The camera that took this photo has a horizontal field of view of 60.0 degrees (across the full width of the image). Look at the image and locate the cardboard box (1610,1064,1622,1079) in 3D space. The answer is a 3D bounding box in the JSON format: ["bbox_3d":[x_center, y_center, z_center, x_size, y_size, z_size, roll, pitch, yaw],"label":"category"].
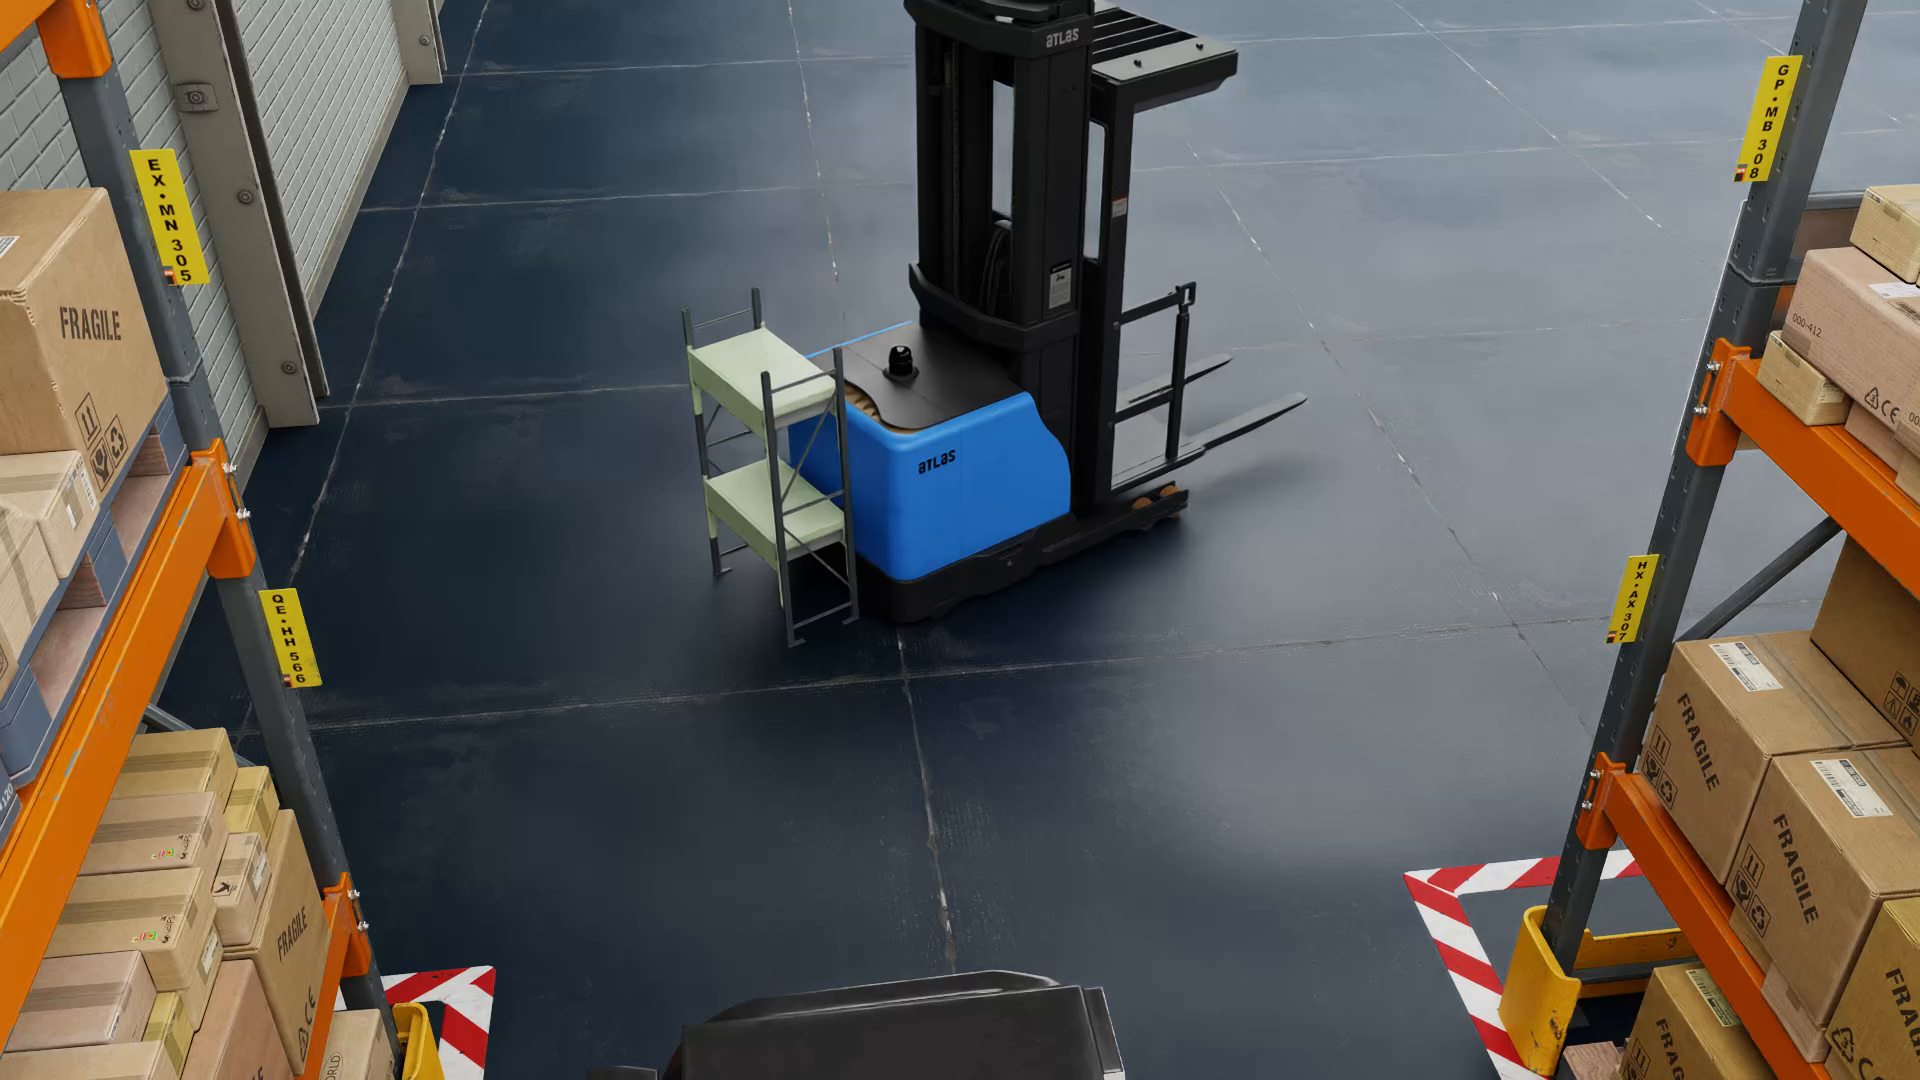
[{"bbox_3d":[2.416,1.932,5.321,0.500,0.250,0.500,-5,35,-7],"label":"cardboard box"}]

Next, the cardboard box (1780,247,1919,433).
[{"bbox_3d":[2.386,-0.502,4.028,0.500,0.250,0.500,-5,35,-7],"label":"cardboard box"}]

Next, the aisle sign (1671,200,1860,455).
[{"bbox_3d":[2.266,-0.588,4.640,0.394,0.787,0.004,-4,35,-6],"label":"aisle sign"}]

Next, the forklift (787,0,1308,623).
[{"bbox_3d":[0.602,-1.480,8.319,3.031,2.935,1.130,-23,41,-30],"label":"forklift"}]

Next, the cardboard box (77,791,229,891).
[{"bbox_3d":[-2.015,0.763,4.038,0.380,0.149,0.250,-4,35,-6],"label":"cardboard box"}]

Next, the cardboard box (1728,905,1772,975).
[{"bbox_3d":[2.426,1.101,4.694,0.380,0.149,0.250,-5,35,-8],"label":"cardboard box"}]

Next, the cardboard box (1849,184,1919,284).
[{"bbox_3d":[2.428,-0.754,4.044,0.380,0.149,0.250,-5,35,-7],"label":"cardboard box"}]

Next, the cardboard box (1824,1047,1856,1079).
[{"bbox_3d":[2.482,1.388,4.273,0.380,0.149,0.250,-3,34,-5],"label":"cardboard box"}]

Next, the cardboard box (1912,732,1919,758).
[{"bbox_3d":[2.928,0.472,4.153,0.700,0.500,0.500,-4,34,-6],"label":"cardboard box"}]

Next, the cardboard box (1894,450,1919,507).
[{"bbox_3d":[2.430,-0.138,3.849,0.380,0.149,0.250,-3,34,-5],"label":"cardboard box"}]

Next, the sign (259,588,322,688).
[{"bbox_3d":[-1.797,0.266,4.457,0.100,0.325,0.005,-4,35,-6],"label":"sign"}]

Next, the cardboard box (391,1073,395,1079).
[{"bbox_3d":[-1.961,1.880,4.953,0.500,0.250,0.500,-5,35,-7],"label":"cardboard box"}]

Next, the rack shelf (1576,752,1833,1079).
[{"bbox_3d":[2.851,1.911,3.921,1.077,0.370,4.000,-4,35,-6],"label":"rack shelf"}]

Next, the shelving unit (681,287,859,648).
[{"bbox_3d":[-0.888,-0.336,7.903,0.431,1.500,0.755,-23,40,-28],"label":"shelving unit"}]

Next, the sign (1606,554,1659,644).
[{"bbox_3d":[2.044,0.181,5.052,0.100,0.325,0.005,-4,35,-6],"label":"sign"}]

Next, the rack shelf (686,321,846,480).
[{"bbox_3d":[-0.894,-0.656,7.680,0.431,0.370,0.720,-23,40,-28],"label":"rack shelf"}]

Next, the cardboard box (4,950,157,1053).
[{"bbox_3d":[-1.993,1.051,3.615,0.380,0.149,0.250,-4,34,-6],"label":"cardboard box"}]

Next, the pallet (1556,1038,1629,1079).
[{"bbox_3d":[2.666,2.148,5.410,1.003,0.211,1.213,-4,35,-6],"label":"pallet"}]

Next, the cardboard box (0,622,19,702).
[{"bbox_3d":[-1.997,0.188,2.597,0.700,0.500,0.500,-4,34,-6],"label":"cardboard box"}]

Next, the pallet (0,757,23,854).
[{"bbox_3d":[-2.099,0.752,2.398,1.003,0.211,1.213,-4,35,-6],"label":"pallet"}]

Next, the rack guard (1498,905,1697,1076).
[{"bbox_3d":[2.592,1.573,5.998,1.175,0.500,0.348,-4,35,-6],"label":"rack guard"}]

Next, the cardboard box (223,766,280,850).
[{"bbox_3d":[-2.012,0.739,4.338,0.380,0.149,0.250,-4,34,-6],"label":"cardboard box"}]

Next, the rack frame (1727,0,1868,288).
[{"bbox_3d":[2.582,-1.981,3.667,1.000,3.000,0.127,-4,35,-6],"label":"rack frame"}]

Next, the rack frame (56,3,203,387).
[{"bbox_3d":[-2.336,-1.603,3.112,1.000,3.000,0.127,-4,35,-6],"label":"rack frame"}]

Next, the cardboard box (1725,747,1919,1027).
[{"bbox_3d":[2.444,0.908,4.402,0.500,0.500,0.500,-3,34,-5],"label":"cardboard box"}]

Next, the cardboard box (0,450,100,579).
[{"bbox_3d":[-1.924,-0.035,3.236,0.380,0.149,0.250,-5,35,-8],"label":"cardboard box"}]

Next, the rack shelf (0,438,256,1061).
[{"bbox_3d":[-2.067,1.050,2.521,1.077,0.370,4.000,-4,35,-6],"label":"rack shelf"}]

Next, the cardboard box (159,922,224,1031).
[{"bbox_3d":[-1.974,1.028,3.912,0.380,0.149,0.250,-4,34,-5],"label":"cardboard box"}]

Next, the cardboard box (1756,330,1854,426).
[{"bbox_3d":[2.305,-0.428,4.274,0.380,0.149,0.250,-4,35,-6],"label":"cardboard box"}]

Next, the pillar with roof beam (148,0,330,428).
[{"bbox_3d":[0.323,-4.821,7.833,9.100,9.000,0.400,-4,35,-6],"label":"pillar with roof beam"}]

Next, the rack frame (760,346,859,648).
[{"bbox_3d":[-0.677,-0.167,7.656,0.400,1.500,0.023,-23,40,-28],"label":"rack frame"}]

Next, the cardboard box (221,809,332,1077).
[{"bbox_3d":[-2.010,1.089,4.399,0.500,0.500,0.500,-5,35,-7],"label":"cardboard box"}]
